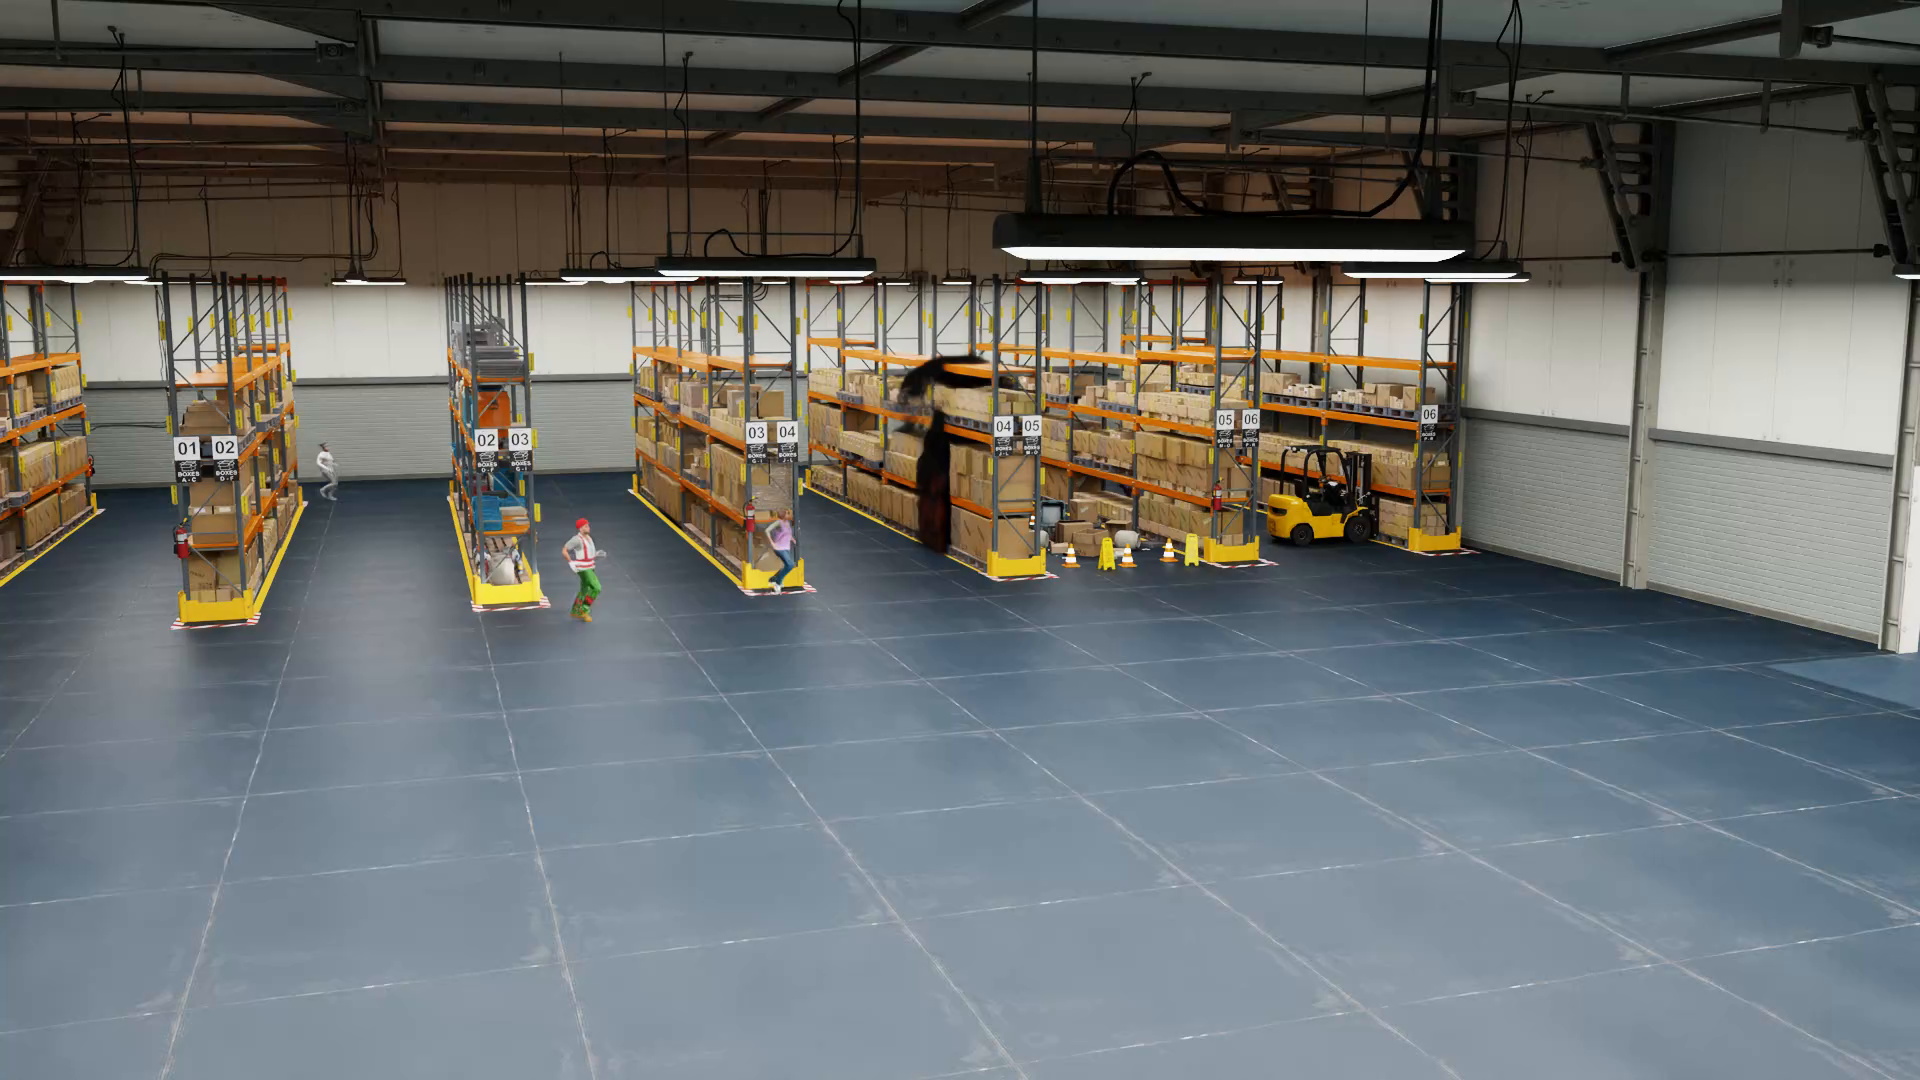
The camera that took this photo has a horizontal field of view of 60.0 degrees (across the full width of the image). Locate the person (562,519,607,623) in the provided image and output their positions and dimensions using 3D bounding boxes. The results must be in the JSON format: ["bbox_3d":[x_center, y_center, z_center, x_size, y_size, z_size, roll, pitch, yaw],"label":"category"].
[{"bbox_3d":[-6.439,0.528,28.677,0.710,1.797,0.642,2,9,10],"label":"person"}]

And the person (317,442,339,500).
[{"bbox_3d":[-17.175,-1.875,45.171,0.524,1.623,0.622,0,9,0],"label":"person"}]

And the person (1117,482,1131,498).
[{"bbox_3d":[4.537,-1.908,45.431,0.608,1.614,0.506,-4,10,-27],"label":"person"}]

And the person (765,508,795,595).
[{"bbox_3d":[-3.248,0.206,30.479,0.510,1.560,0.556,2,9,15],"label":"person"}]
